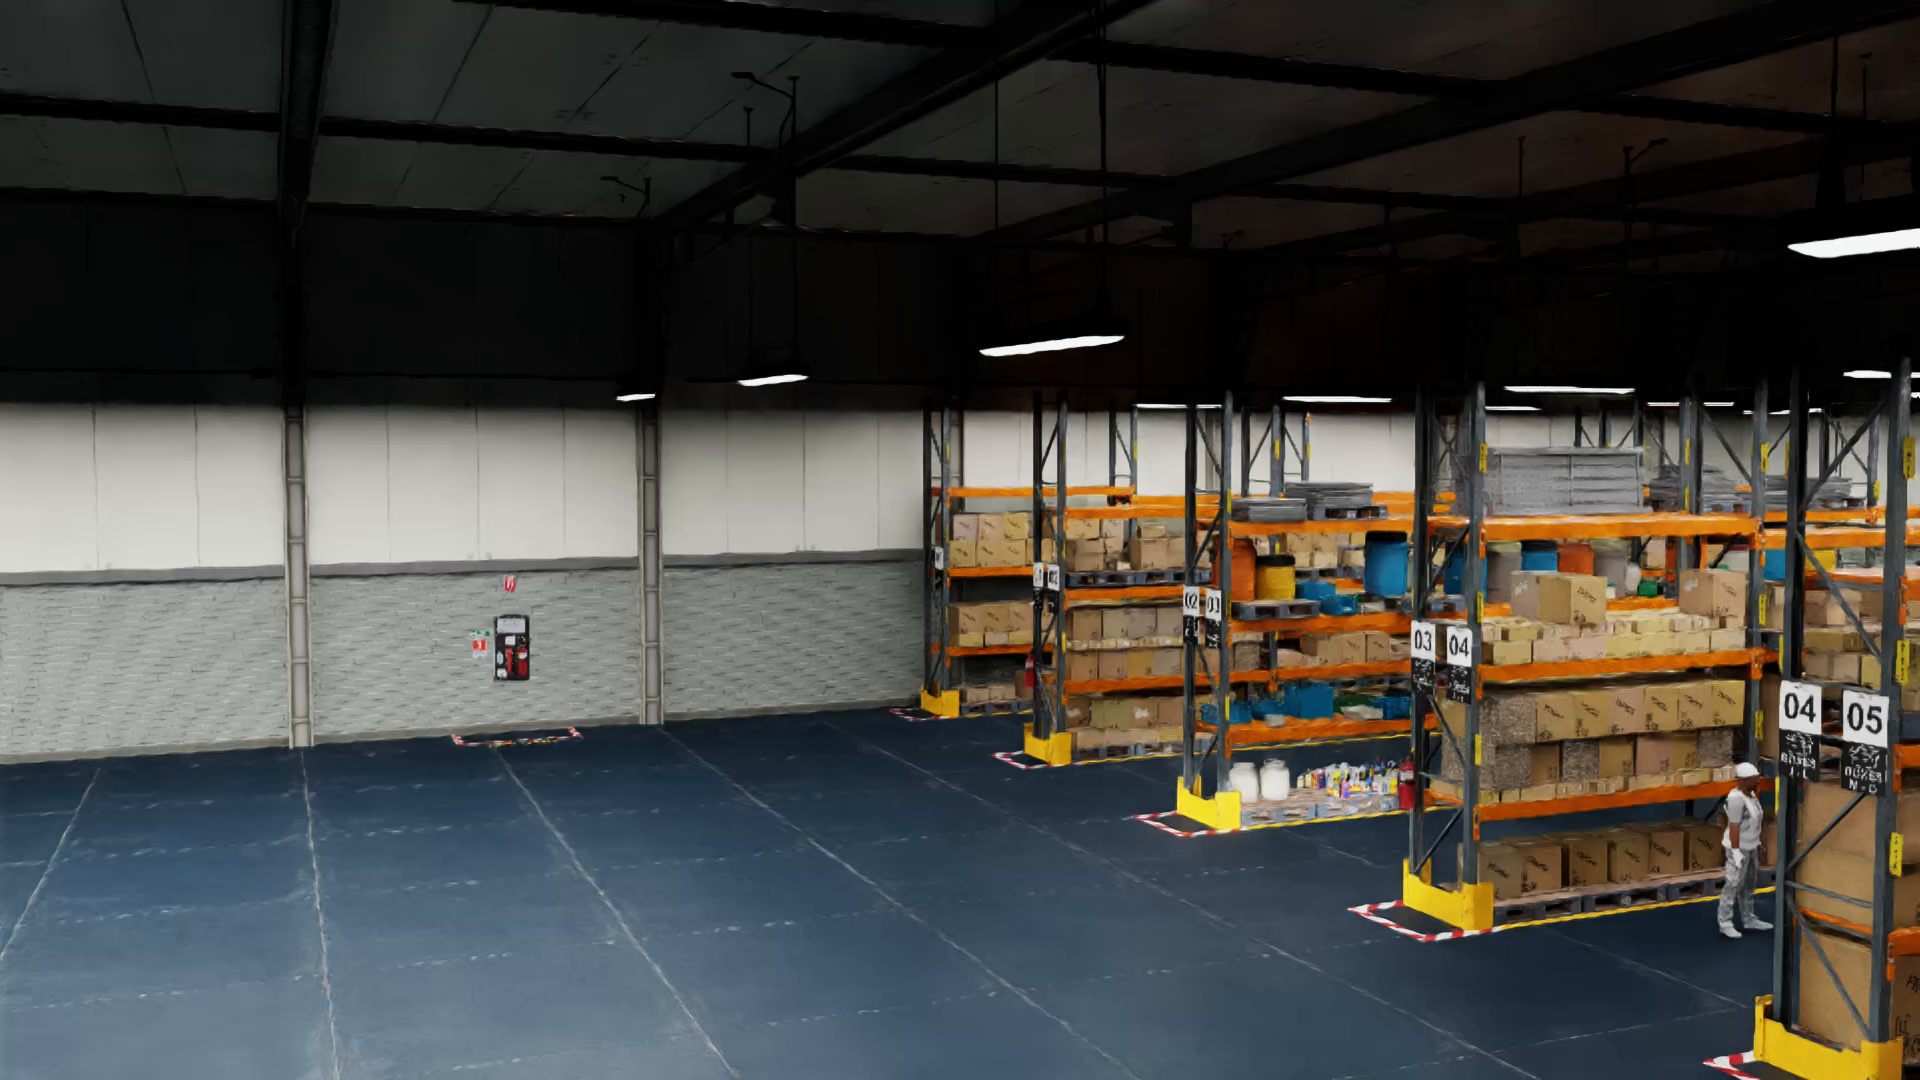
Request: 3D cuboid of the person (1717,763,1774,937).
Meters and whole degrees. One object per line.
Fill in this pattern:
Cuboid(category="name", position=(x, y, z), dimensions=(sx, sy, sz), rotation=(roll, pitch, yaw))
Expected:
Cuboid(category="person", position=(8.248, 3.225, 17.419), dimensions=(0.477, 1.789, 0.634), rotation=(3, 4, 41))
